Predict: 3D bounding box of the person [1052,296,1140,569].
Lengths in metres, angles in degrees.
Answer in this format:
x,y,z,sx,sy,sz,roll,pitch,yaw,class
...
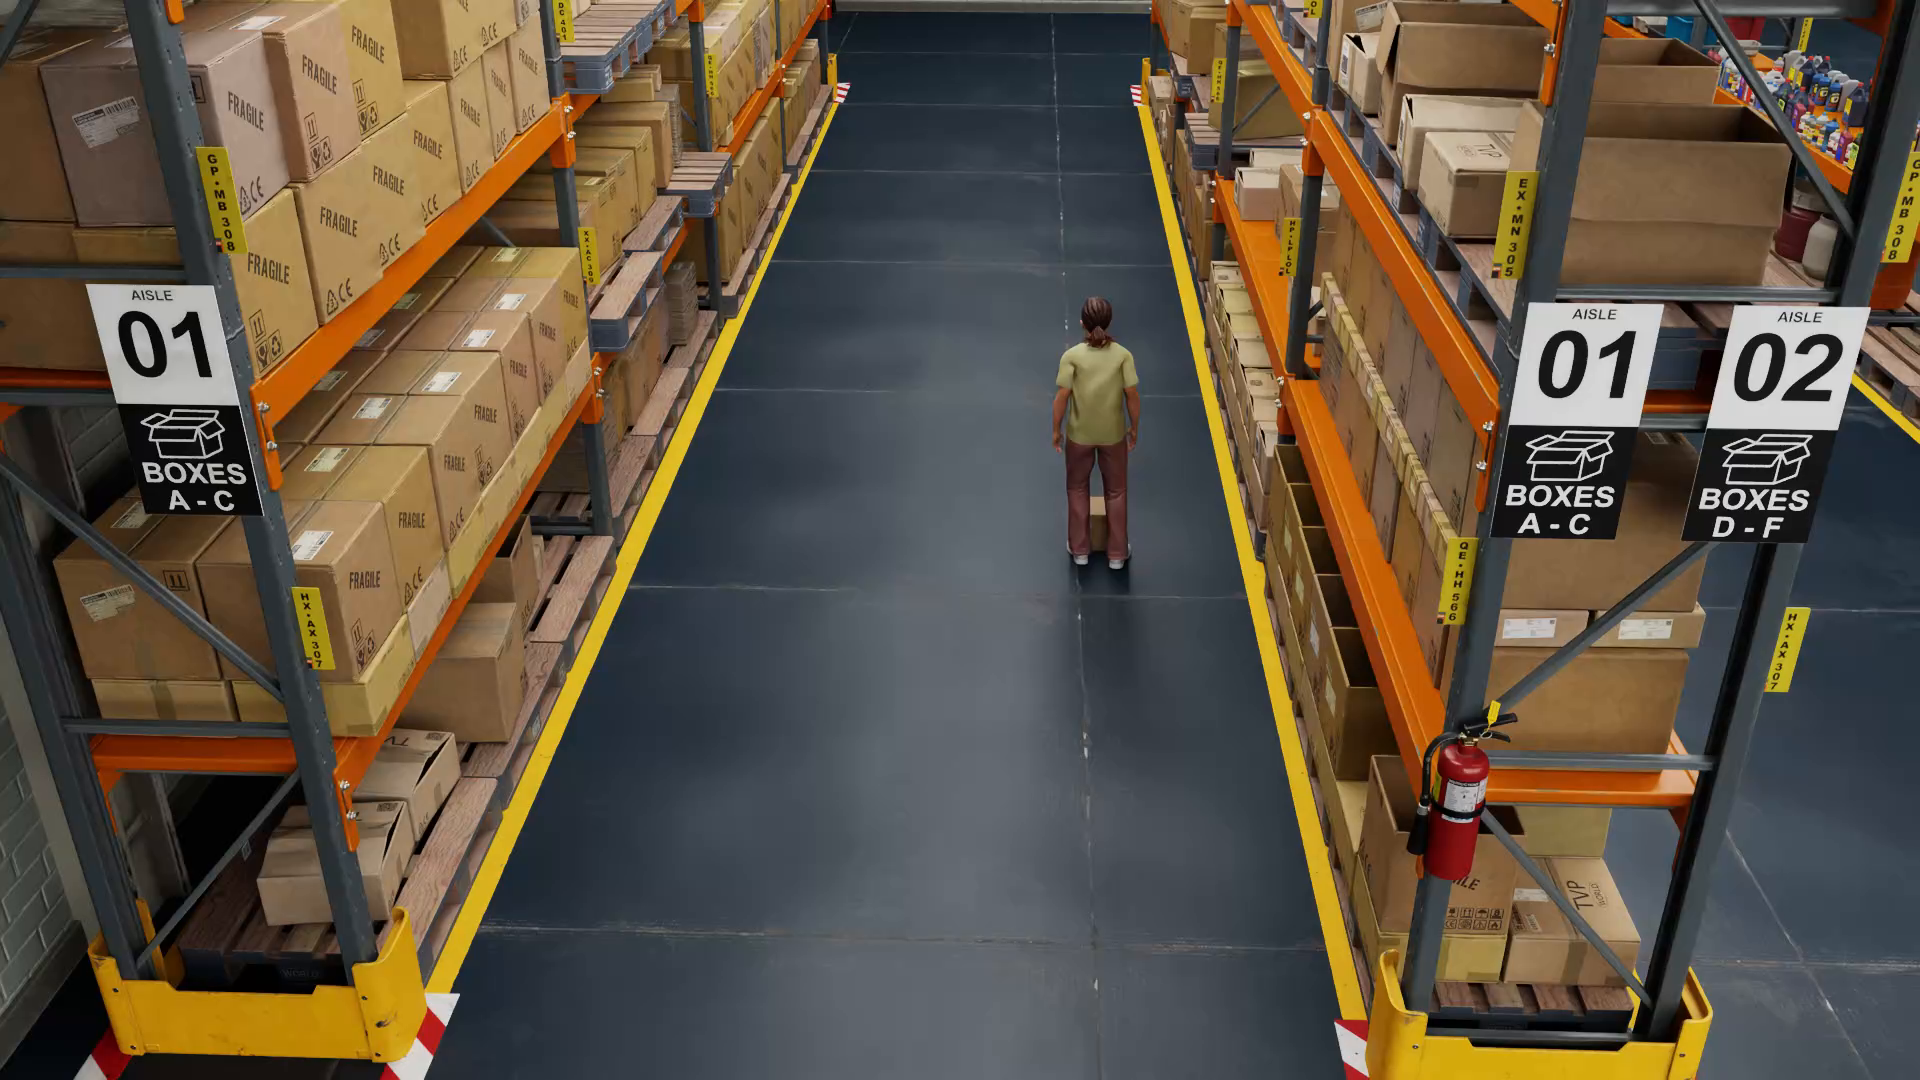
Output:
x,y,z,sx,sy,sz,roll,pitch,yaw,class
0.796,-0.626,9.797,0.516,1.673,0.407,0,28,0,person
